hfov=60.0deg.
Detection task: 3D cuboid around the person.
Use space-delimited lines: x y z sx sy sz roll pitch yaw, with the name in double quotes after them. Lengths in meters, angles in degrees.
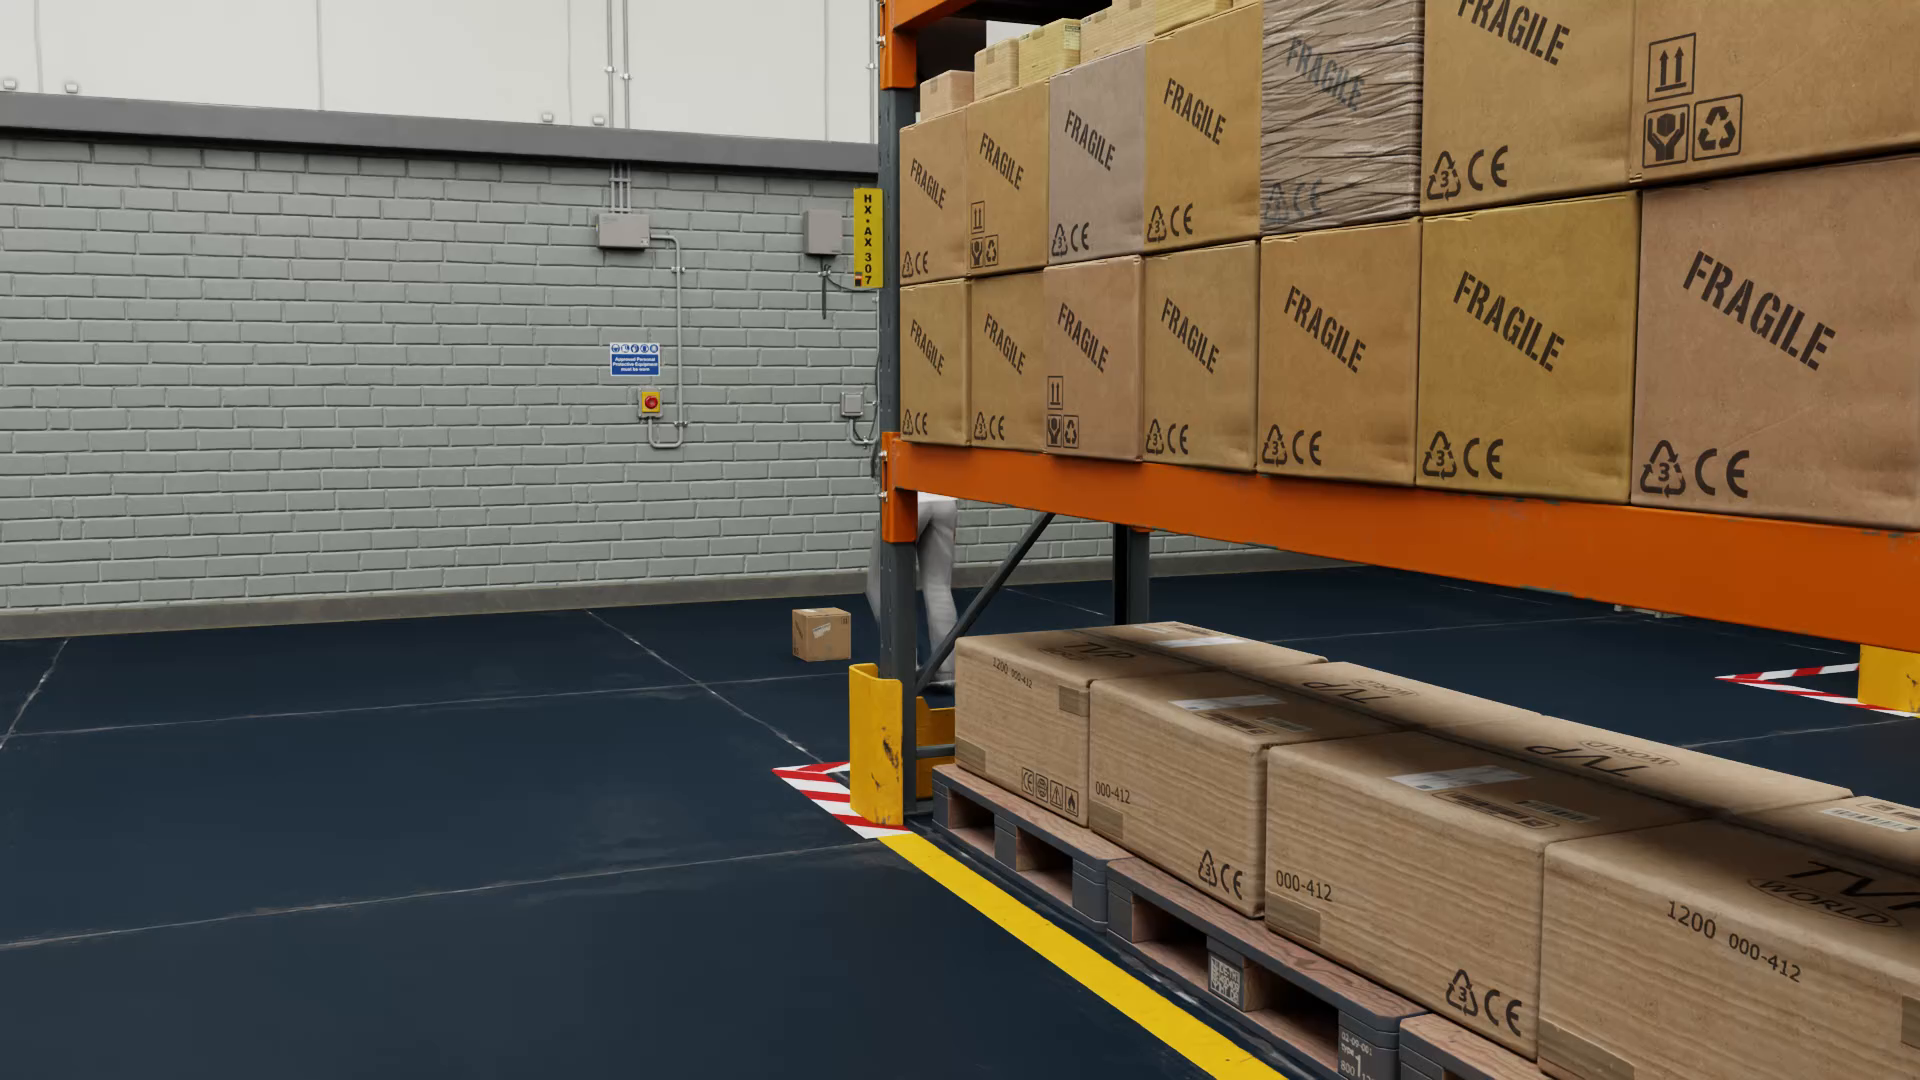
-0.194 -0.104 8.016 0.521 1.680 0.439 -4 7 -37 "person"
